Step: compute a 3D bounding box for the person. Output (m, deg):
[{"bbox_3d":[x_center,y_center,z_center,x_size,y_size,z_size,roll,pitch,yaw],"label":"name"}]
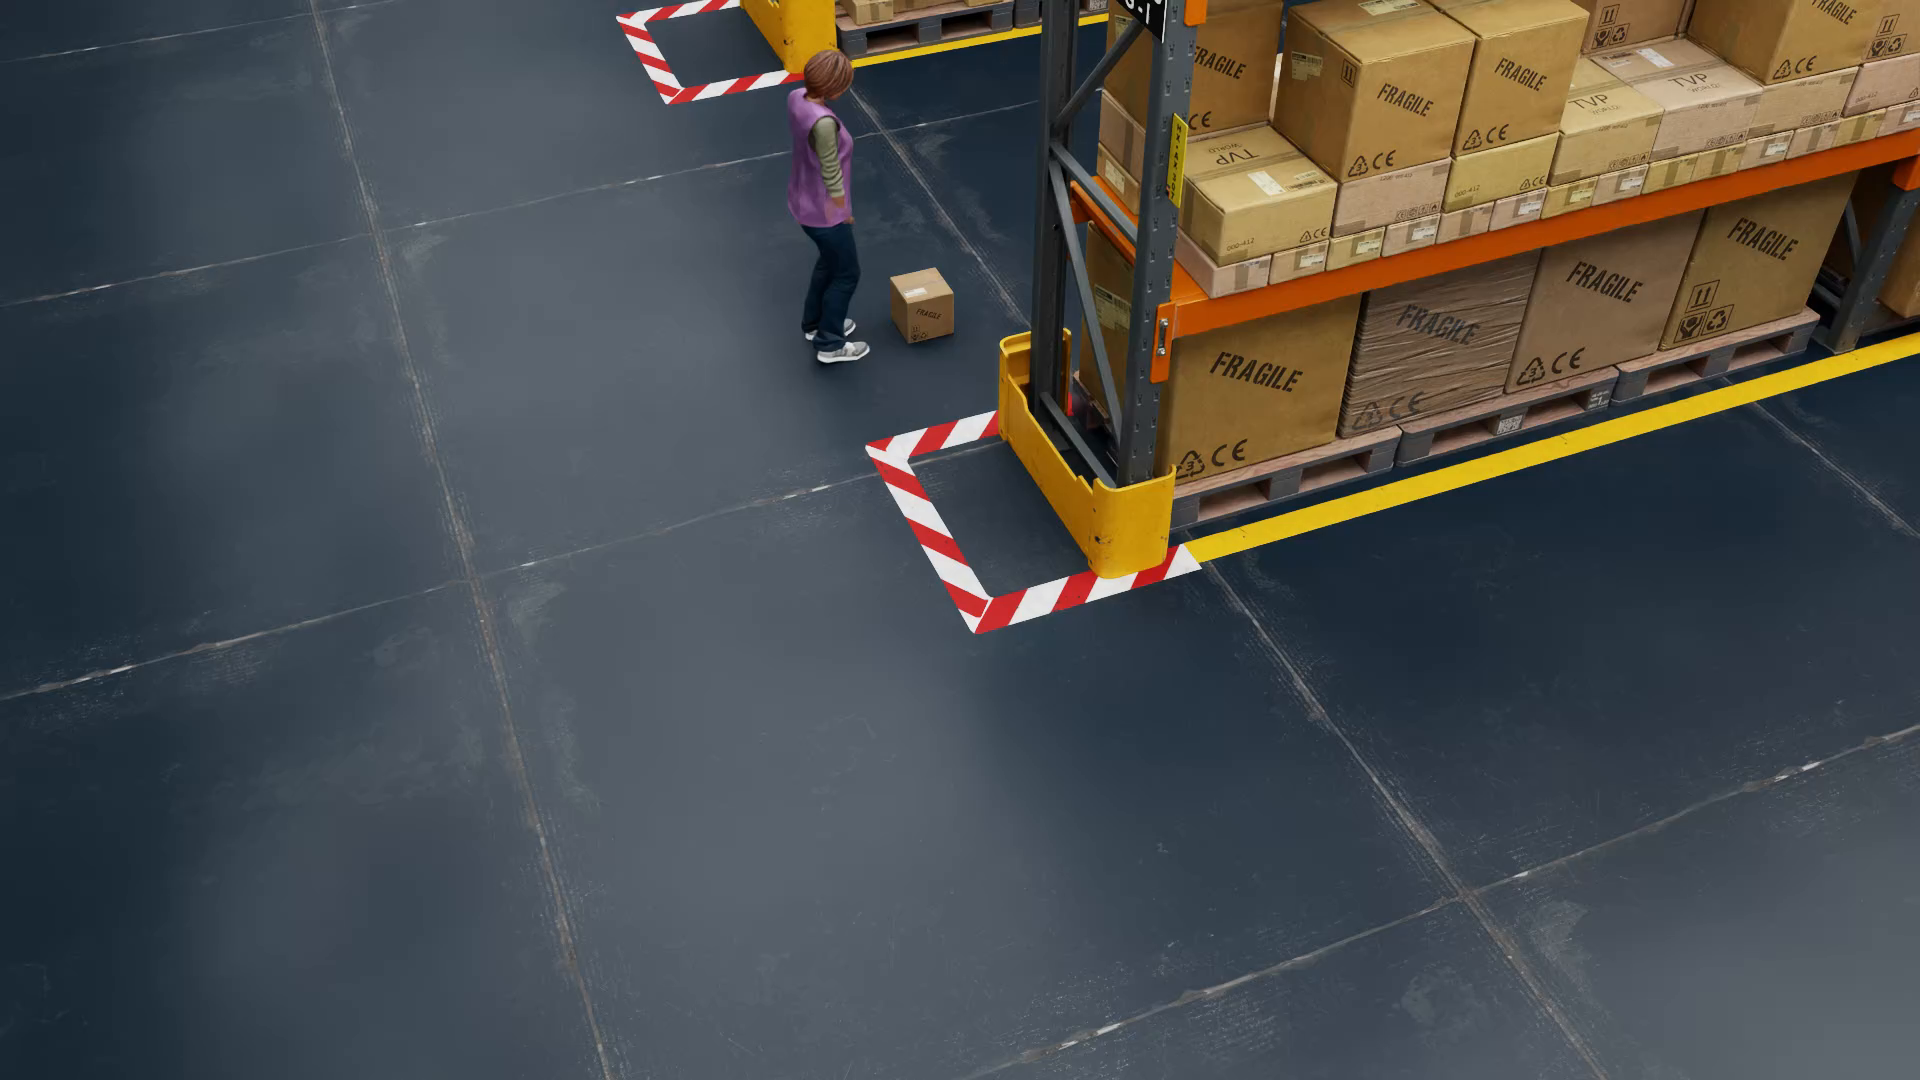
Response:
[{"bbox_3d":[-0.647,-1.582,7.925,0.340,1.579,0.417,-15,44,-15],"label":"person"}]
